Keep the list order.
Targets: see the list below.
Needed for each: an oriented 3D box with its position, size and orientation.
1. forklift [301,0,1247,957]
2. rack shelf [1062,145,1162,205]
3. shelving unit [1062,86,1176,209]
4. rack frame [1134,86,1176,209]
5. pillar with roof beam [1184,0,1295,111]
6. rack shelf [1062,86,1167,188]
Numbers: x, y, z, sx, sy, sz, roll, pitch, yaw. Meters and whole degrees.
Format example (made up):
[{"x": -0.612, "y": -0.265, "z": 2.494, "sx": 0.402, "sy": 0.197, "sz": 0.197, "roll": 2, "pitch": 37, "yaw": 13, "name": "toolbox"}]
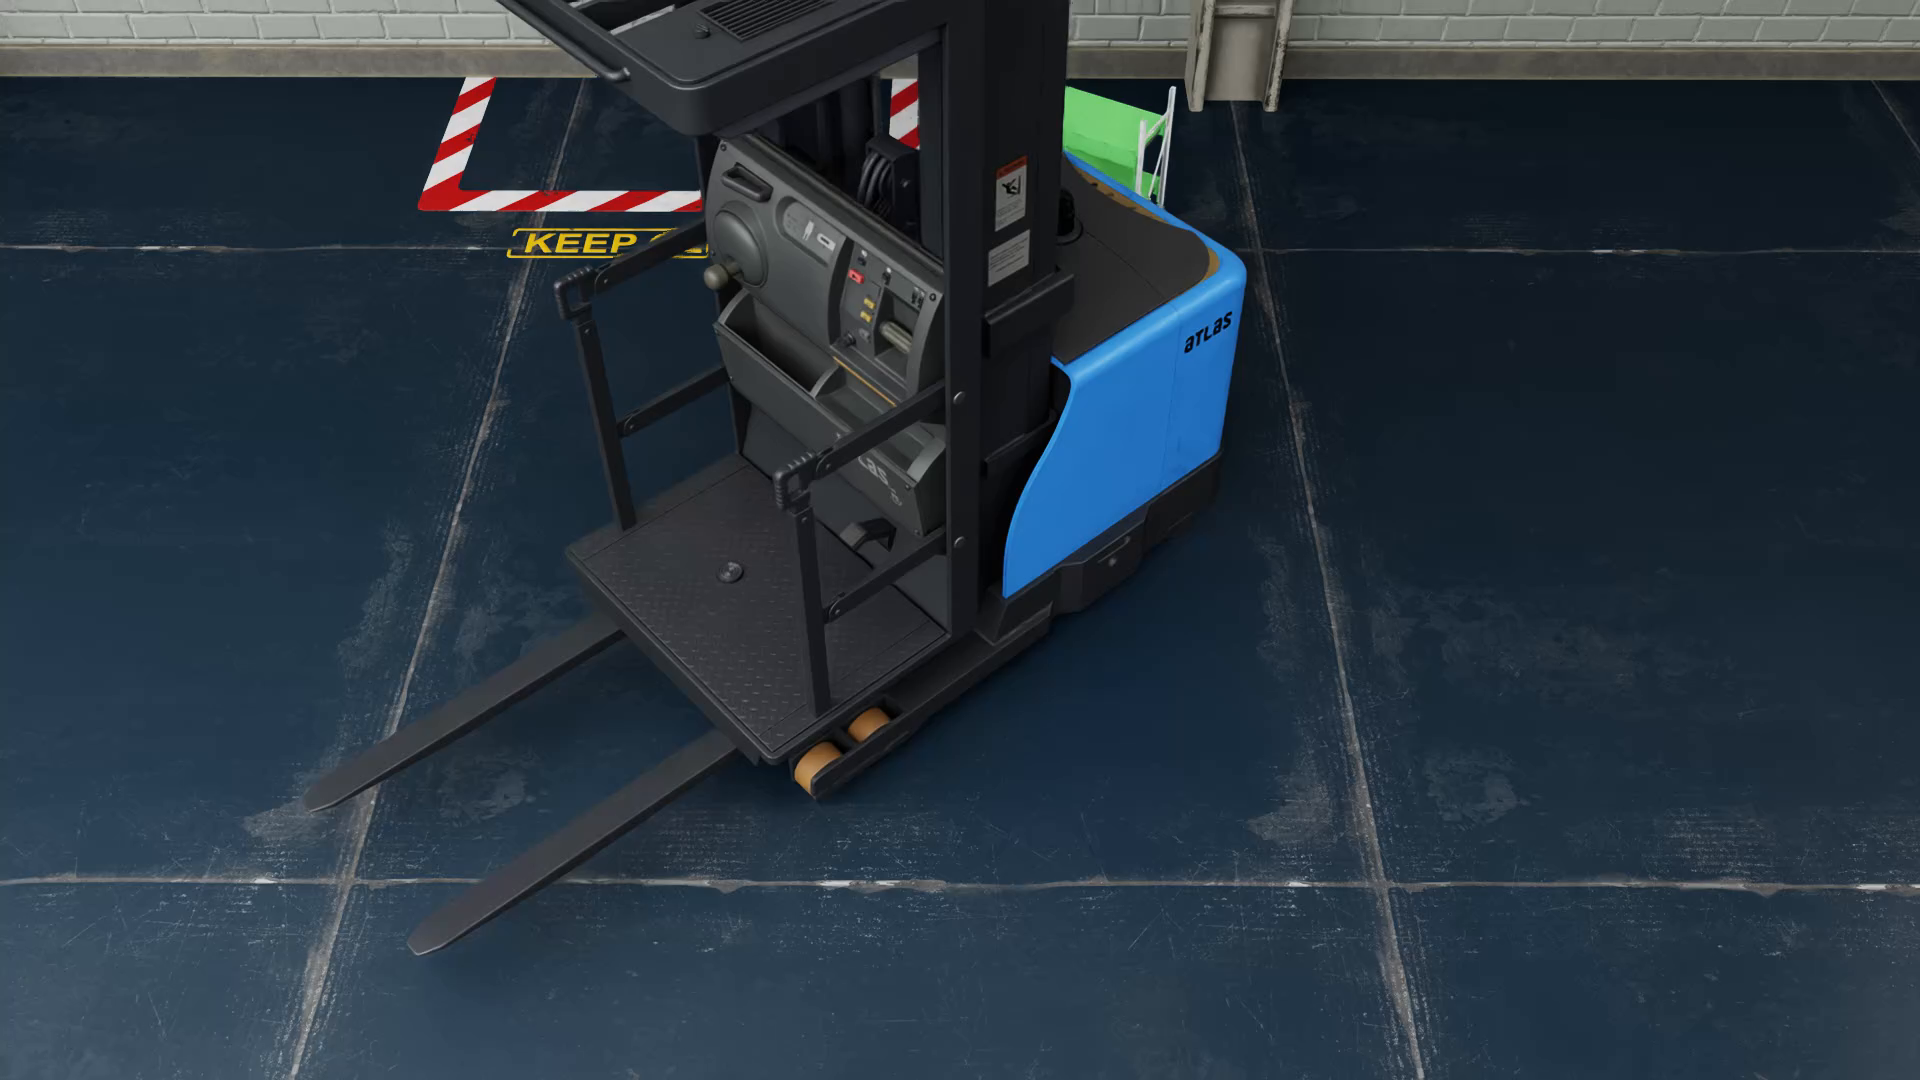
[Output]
[{"x": -0.537, "y": -0.661, "z": 4.363, "sx": 3.031, "sy": 2.935, "sz": 1.130, "roll": -33, "pitch": 55, "yaw": -27, "name": "forklift"}, {"x": 0.438, "y": -1.227, "z": 5.831, "sx": 0.480, "sy": 0.148, "sz": 0.258, "roll": 23, "pitch": 51, "yaw": 20, "name": "rack shelf"}, {"x": 0.438, "y": -1.107, "z": 5.960, "sx": 0.503, "sy": 1.200, "sz": 0.258, "roll": 23, "pitch": 51, "yaw": 20, "name": "shelving unit"}, {"x": 0.649, "y": -1.017, "z": 5.876, "sx": 0.015, "sy": 1.200, "sz": 0.240, "roll": 23, "pitch": 51, "yaw": 20, "name": "rack frame"}, {"x": 1.229, "y": -1.979, "z": 1.444, "sx": 0.400, "sy": 9.000, "sz": 9.100, "roll": 0, "pitch": 47, "yaw": 0, "name": "pillar with roof beam"}, {"x": 0.439, "y": -1.391, "z": 5.656, "sx": 0.480, "sy": 0.148, "sz": 0.258, "roll": 23, "pitch": 51, "yaw": 20, "name": "rack shelf"}]
